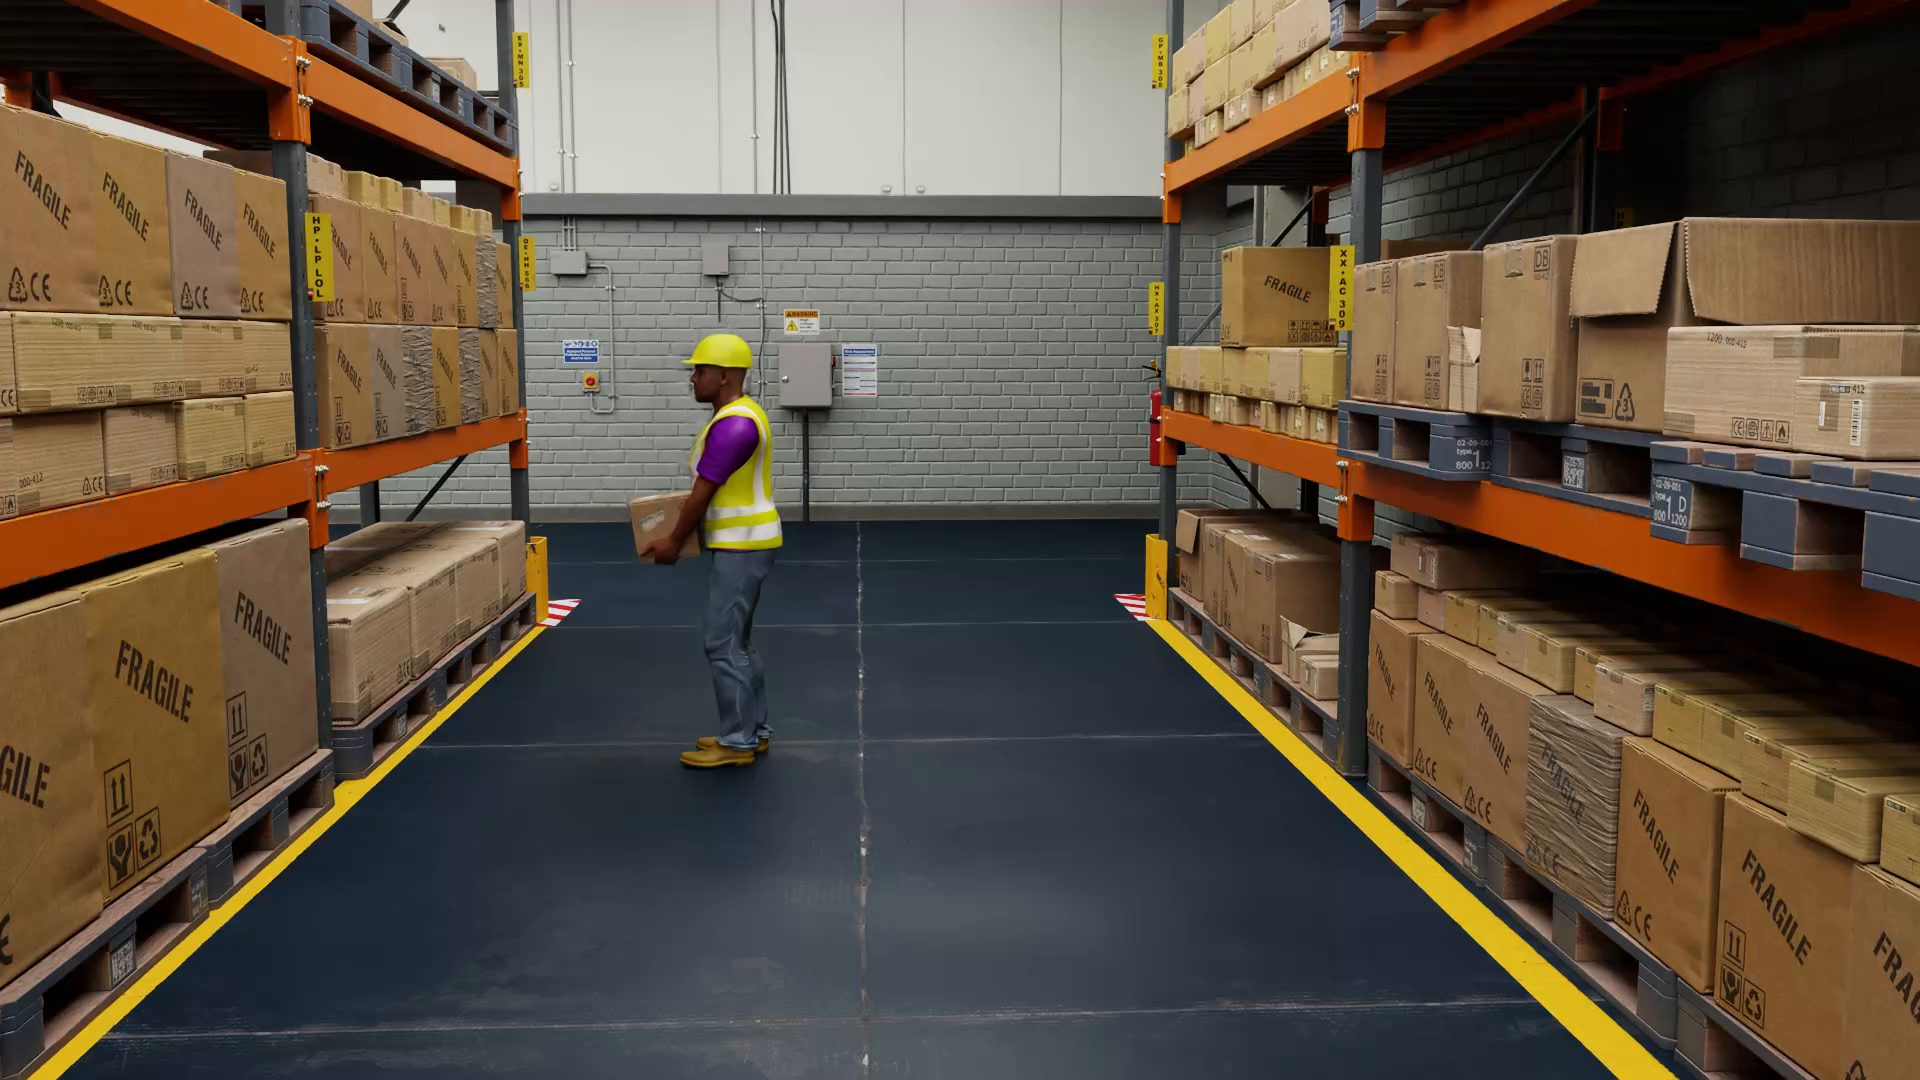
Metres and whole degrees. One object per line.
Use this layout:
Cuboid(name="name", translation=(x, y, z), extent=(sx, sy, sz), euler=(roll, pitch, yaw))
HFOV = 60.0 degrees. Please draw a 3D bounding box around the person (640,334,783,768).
Cuboid(name="person", translation=(-1.012, 0.041, 6.817), extent=(0.570, 1.759, 0.505), euler=(-1, 7, -5))
